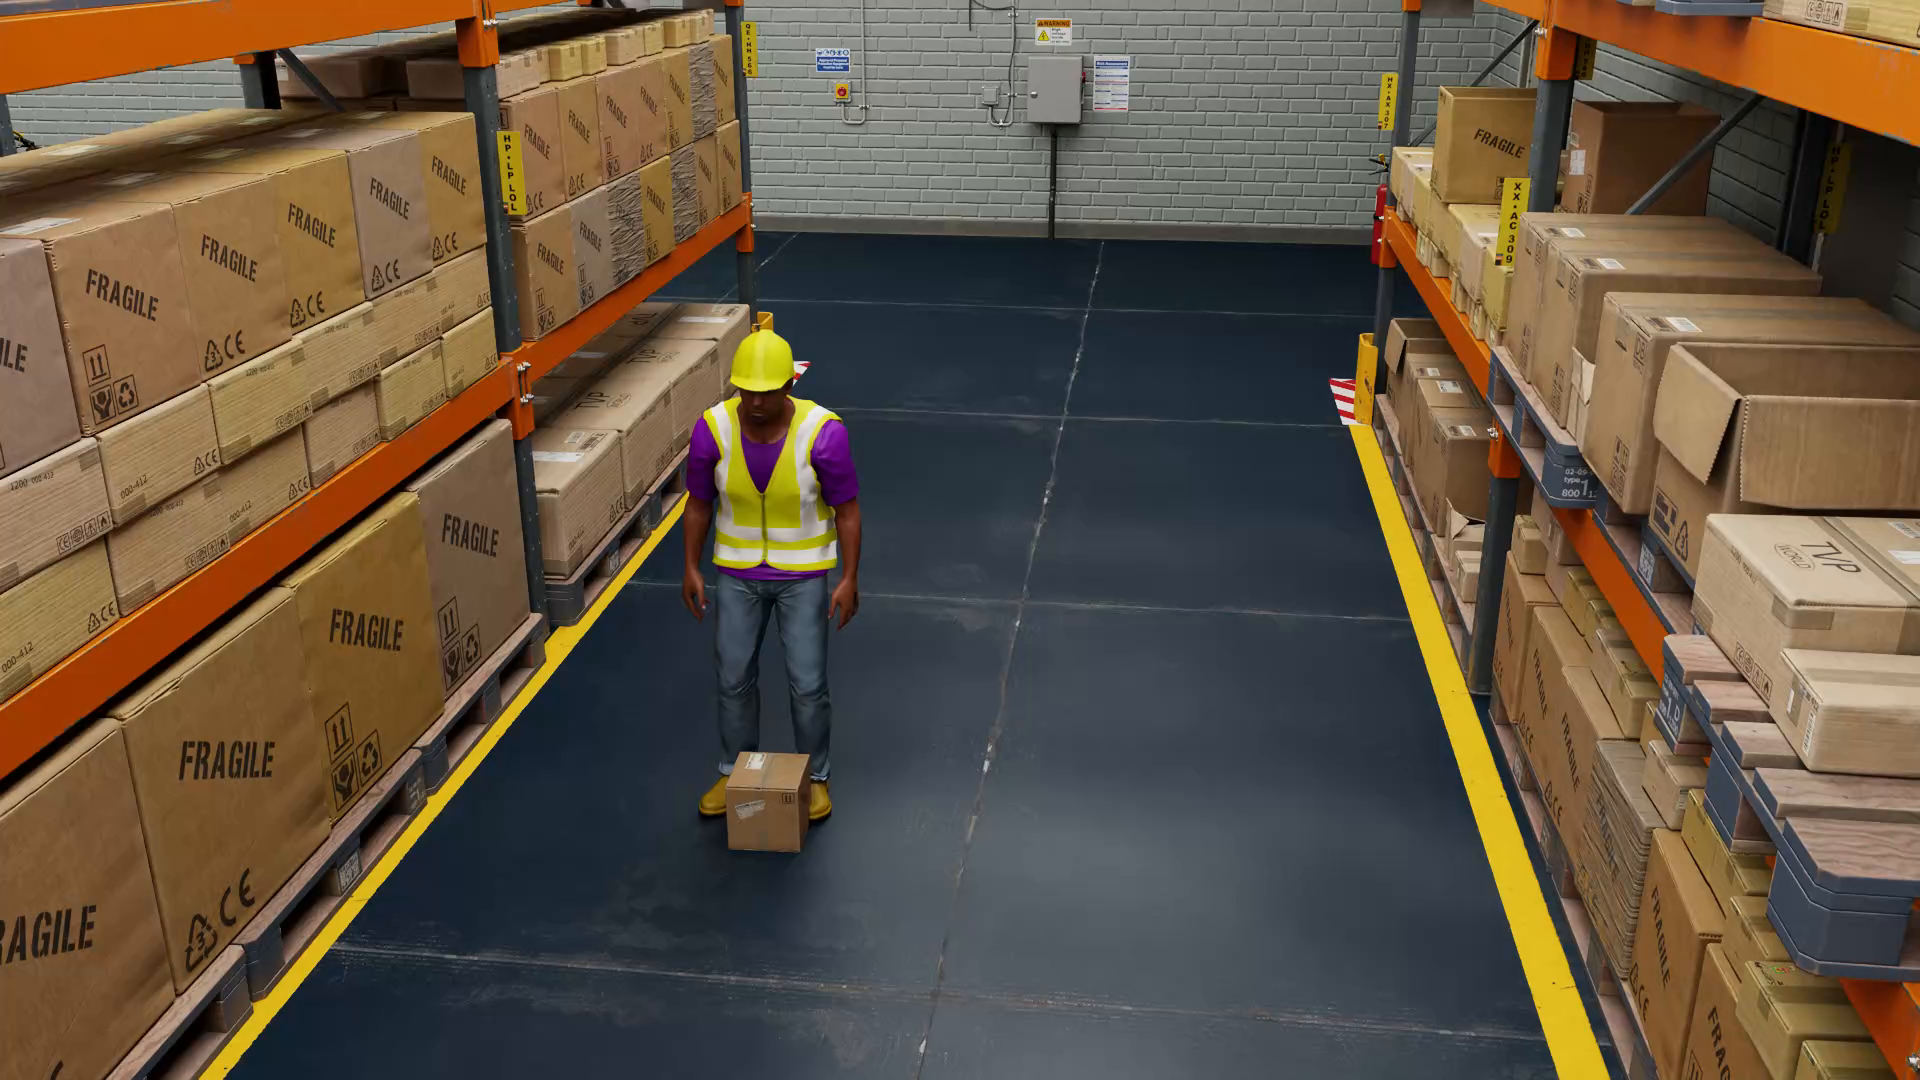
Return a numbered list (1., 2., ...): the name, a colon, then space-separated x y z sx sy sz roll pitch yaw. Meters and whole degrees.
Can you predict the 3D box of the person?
1. person: -0.653 0.127 5.733 0.627 1.756 0.461 3 21 7
